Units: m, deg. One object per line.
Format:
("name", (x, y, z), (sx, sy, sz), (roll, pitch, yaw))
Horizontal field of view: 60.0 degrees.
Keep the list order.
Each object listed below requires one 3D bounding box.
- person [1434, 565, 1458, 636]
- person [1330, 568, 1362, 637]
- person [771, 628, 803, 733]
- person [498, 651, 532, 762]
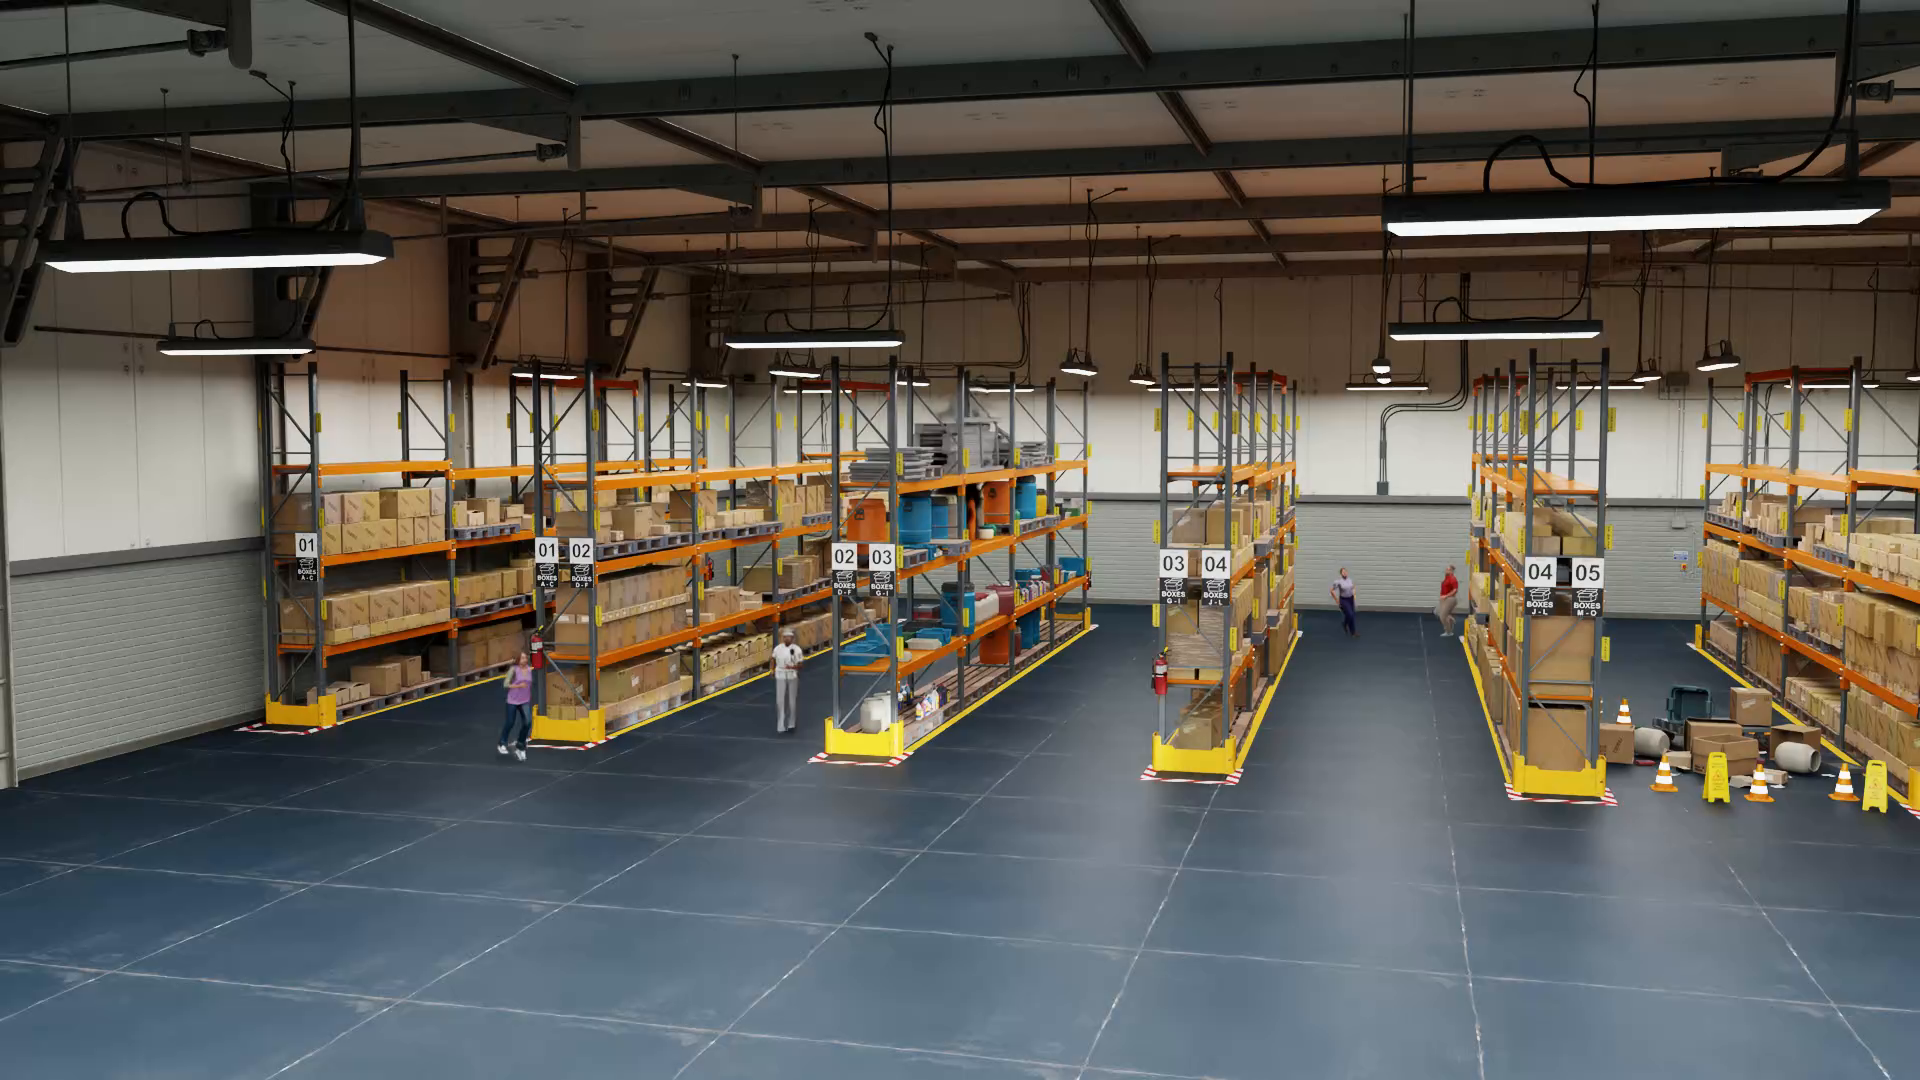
("person", (11.457, 1.443, 39.058), (0.547, 1.709, 0.679), (0, 4, -5))
("person", (9.032, 1.451, 38.984), (0.687, 1.610, 0.772), (-2, 4, -25))
("person", (-2.808, 2.269, 26.903), (0.545, 1.714, 0.696), (0, 4, -2))
("person", (-6.592, 2.476, 24.840), (0.537, 1.620, 0.699), (-4, 5, -42))
